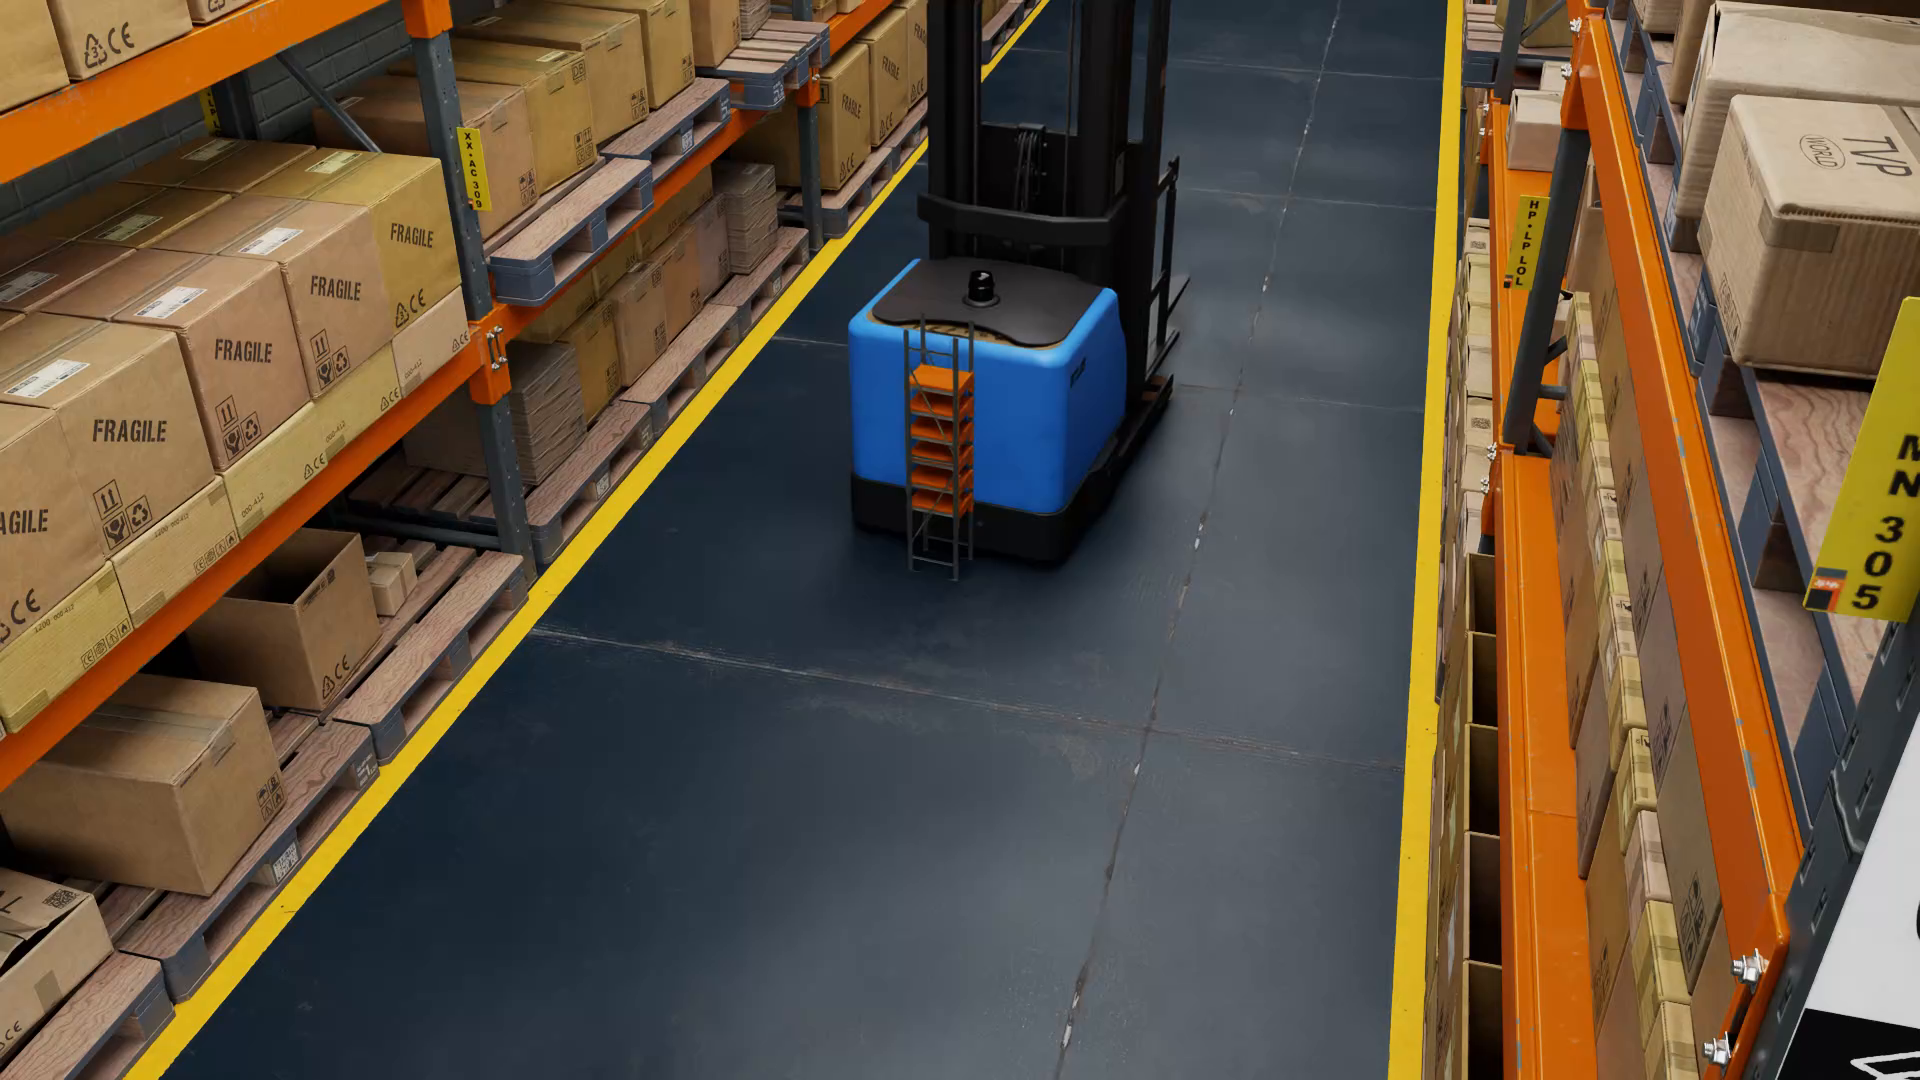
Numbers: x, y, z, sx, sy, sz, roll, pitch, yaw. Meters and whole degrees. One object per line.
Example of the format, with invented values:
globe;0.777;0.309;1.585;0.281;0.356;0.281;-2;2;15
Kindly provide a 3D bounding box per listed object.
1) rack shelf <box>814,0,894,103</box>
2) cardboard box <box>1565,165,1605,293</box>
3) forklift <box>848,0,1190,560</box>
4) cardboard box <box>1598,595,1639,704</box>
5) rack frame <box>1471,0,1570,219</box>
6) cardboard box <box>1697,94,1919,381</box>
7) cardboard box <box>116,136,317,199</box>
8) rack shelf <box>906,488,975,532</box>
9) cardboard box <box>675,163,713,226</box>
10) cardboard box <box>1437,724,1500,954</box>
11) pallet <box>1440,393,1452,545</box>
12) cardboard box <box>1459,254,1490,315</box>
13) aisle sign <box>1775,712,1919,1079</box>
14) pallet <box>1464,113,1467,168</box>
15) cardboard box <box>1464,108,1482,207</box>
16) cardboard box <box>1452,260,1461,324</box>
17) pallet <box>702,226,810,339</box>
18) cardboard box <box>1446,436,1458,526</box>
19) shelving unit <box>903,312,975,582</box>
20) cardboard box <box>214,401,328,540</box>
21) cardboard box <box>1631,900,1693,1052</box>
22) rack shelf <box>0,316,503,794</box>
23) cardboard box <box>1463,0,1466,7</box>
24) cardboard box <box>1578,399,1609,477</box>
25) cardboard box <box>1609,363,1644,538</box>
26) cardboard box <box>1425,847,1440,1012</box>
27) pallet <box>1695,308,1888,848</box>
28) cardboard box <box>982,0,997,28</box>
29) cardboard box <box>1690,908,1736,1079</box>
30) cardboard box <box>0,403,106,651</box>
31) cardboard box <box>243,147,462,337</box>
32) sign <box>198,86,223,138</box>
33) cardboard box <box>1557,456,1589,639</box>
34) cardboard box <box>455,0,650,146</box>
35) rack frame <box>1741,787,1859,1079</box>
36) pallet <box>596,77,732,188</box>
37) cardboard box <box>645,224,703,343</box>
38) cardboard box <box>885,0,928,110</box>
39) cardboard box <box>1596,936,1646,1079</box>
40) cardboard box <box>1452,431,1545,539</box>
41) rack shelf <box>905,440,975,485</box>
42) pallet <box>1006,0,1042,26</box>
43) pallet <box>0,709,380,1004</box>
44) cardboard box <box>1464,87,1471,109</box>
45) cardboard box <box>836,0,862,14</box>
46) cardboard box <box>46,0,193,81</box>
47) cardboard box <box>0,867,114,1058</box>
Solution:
rack shelf;-0.871;-3.936;11.816;1.077;0.370;4.000;8;33;12
cardboard box;2.743;-1.165;6.694;0.500;0.500;0.500;10;34;16
forklift;0.495;-1.927;8.048;1.130;2.935;3.031;12;34;18
cardboard box;1.688;0.277;3.821;0.380;0.149;0.250;8;33;12
rack frame;3.414;-2.529;8.933;1.000;3.000;0.127;8;33;12
cardboard box;1.421;-0.450;2.484;0.500;0.250;0.500;8;33;12
cardboard box;-2.715;-1.172;6.220;0.500;0.500;0.500;7;33;11
rack shelf;-0.088;-0.148;7.395;0.258;0.103;0.180;12;34;18
cardboard box;-1.716;-1.981;9.291;0.500;0.250;0.500;9;33;13
cardboard box;1.724;0.930;4.964;0.500;0.500;0.500;8;33;12
pallet;2.855;-0.300;8.024;1.003;0.211;1.213;8;33;12
cardboard box;2.872;-1.277;8.612;0.500;0.311;0.500;7;33;11
aisle sign;1.083;0.519;1.714;0.394;0.787;0.004;8;33;12
pallet;4.259;-3.001;12.274;1.003;0.211;1.213;8;33;12
cardboard box;3.556;-2.446;10.721;0.500;0.500;0.500;7;33;11
cardboard box;2.997;-1.314;9.193;0.500;0.250;0.500;8;33;12
pallet;-1.579;-1.620;10.101;1.003;0.211;1.213;8;33;12
cardboard box;2.483;-0.253;7.523;0.500;0.250;0.500;9;33;13
shelving unit;-0.088;-0.388;7.242;0.258;1.200;0.189;12;34;18
cardboard box;-2.468;-0.264;5.490;0.500;0.250;0.500;8;33;12
cardboard box;1.426;0.813;2.977;0.380;0.149;0.250;8;33;12
rack shelf;-2.901;0.215;5.286;1.077;0.370;4.000;8;33;12
cardboard box;4.778;-4.944;14.883;0.500;0.250;0.500;8;33;12
cardboard box;1.950;-0.256;4.658;0.380;0.149;0.250;8;33;12
cardboard box;2.037;-0.290;4.108;0.700;0.500;0.500;8;33;12
cardboard box;1.724;1.247;5.165;0.500;0.250;0.500;8;33;12
pallet;1.588;0.030;2.193;1.003;0.211;1.213;8;33;12
cardboard box;-0.075;-4.774;14.402;0.700;0.500;0.500;8;33;13
cardboard box;1.528;0.765;2.449;0.700;0.500;0.500;8;33;13
cardboard box;-2.725;-0.041;4.441;0.500;0.500;0.500;7;33;11
cardboard box;-2.215;-1.100;6.107;0.500;0.500;0.500;8;33;12
sign;-2.932;-1.688;6.531;0.100;0.325;0.005;8;33;12
cardboard box;2.164;0.010;4.845;0.700;0.500;0.500;8;33;12
cardboard box;-1.946;-2.248;7.987;0.700;0.500;0.500;13;35;19
rack frame;1.383;1.622;2.402;1.000;3.000;0.127;8;33;12
pallet;-1.842;-2.088;8.417;1.003;0.211;1.213;8;33;12
cardboard box;-1.853;-1.439;9.137;0.700;0.500;0.500;8;33;12
cardboard box;-0.626;-3.731;12.435;0.750;0.750;0.750;9;34;14
cardboard box;1.643;1.066;3.184;0.700;0.500;0.500;9;34;14
cardboard box;2.350;-0.227;6.960;0.500;0.311;0.500;9;34;14
rack shelf;-0.088;-0.351;7.266;0.258;0.103;0.180;12;34;18
pallet;0.213;-5.120;15.607;1.003;0.211;1.213;8;33;12
pallet;-2.838;1.039;5.919;1.003;0.211;1.213;8;33;12
cardboard box;4.070;-3.518;12.408;0.500;0.500;0.500;7;33;10
cardboard box;-0.850;-3.499;10.674;0.380;0.149;0.250;9;34;14
cardboard box;-2.528;-1.593;4.553;0.500;0.500;0.500;7;33;10
cardboard box;-3.002;1.256;5.074;0.500;0.311;0.500;11;34;16
